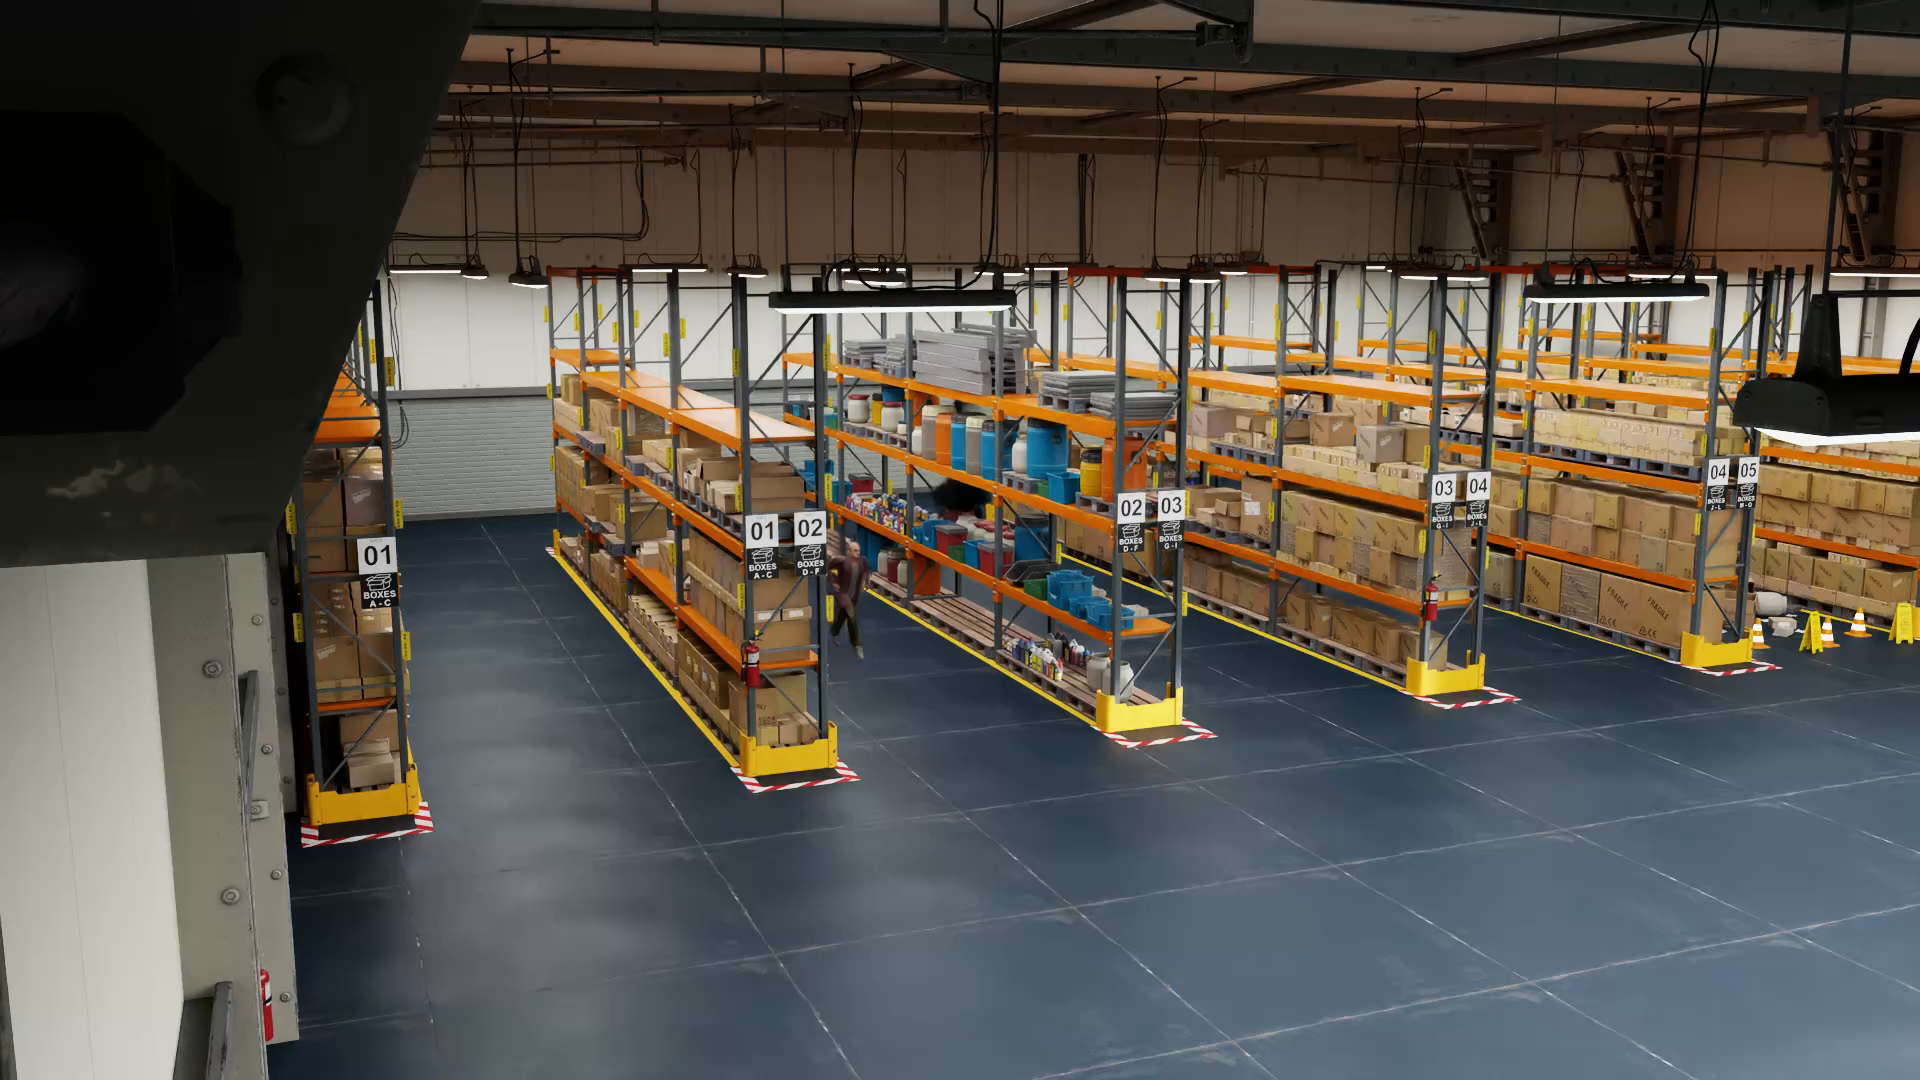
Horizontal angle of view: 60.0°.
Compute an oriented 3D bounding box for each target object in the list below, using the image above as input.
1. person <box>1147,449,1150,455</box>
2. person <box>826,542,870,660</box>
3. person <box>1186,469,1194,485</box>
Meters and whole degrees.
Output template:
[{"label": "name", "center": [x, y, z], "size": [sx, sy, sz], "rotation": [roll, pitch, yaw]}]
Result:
[{"label": "person", "center": [4.413, -1.398, 40.025], "size": [0.592, 1.594, 0.529], "rotation": [2, 10, 11]}, {"label": "person", "center": [-1.786, 0.884, 25.789], "size": [0.729, 1.801, 1.023], "rotation": [-6, 12, -33]}, {"label": "person", "center": [4.887, -0.679, 35.857], "size": [0.540, 1.747, 0.786], "rotation": [-5, 11, -26]}]
